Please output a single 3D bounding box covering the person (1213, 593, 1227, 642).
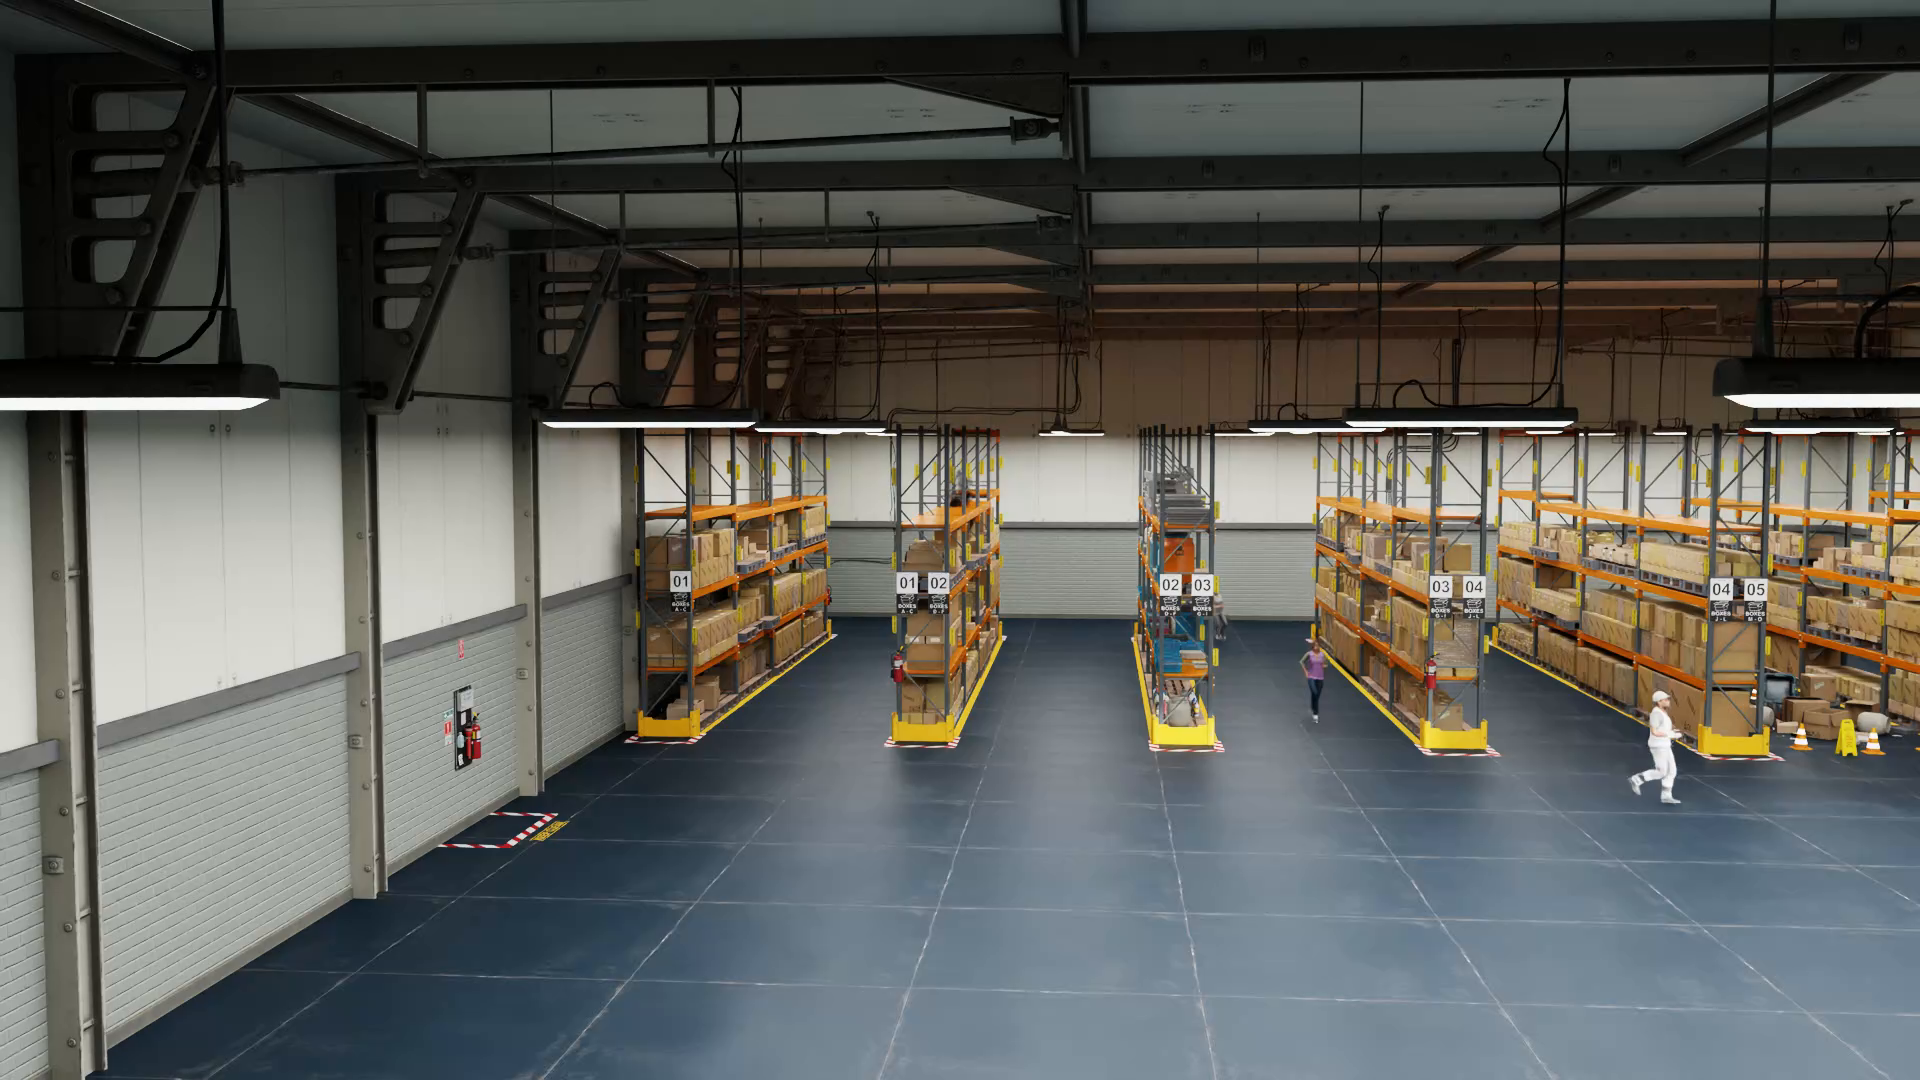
[{"bbox_3d":[7.245,2.093,46.971,0.596,1.596,0.623,-2,4,-28],"label":"person"}]

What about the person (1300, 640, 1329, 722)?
[{"bbox_3d":[7.236,2.856,33.878,0.522,1.636,0.690,0,3,-7],"label":"person"}]

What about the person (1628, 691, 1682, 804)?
[{"bbox_3d":[10.948,3.247,26.135,0.782,1.757,0.663,2,4,33],"label":"person"}]
